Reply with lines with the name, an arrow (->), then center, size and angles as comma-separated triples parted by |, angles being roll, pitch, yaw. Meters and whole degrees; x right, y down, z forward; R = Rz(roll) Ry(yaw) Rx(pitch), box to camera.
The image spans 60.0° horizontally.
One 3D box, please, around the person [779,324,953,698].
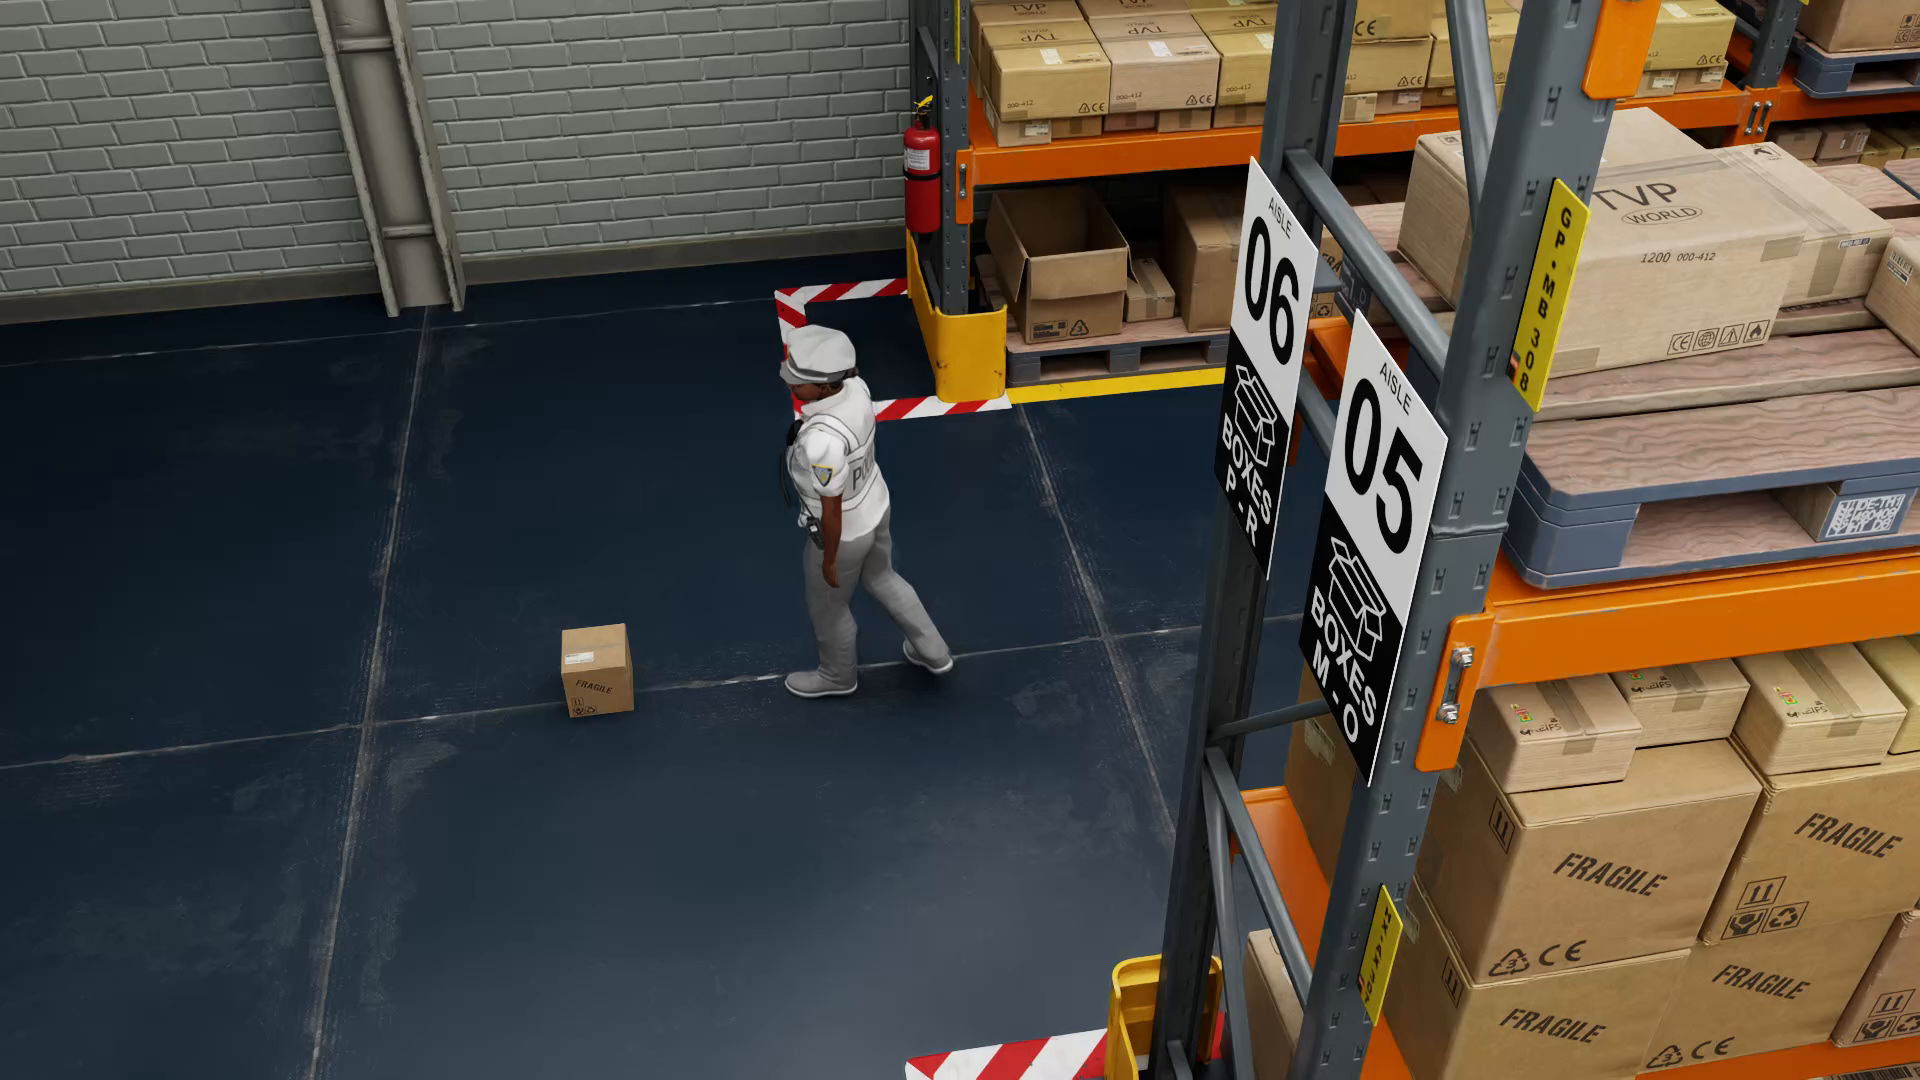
person -> -0.363, -0.060, 6.216 | 0.656, 1.663, 0.479 | 11, 40, 13
